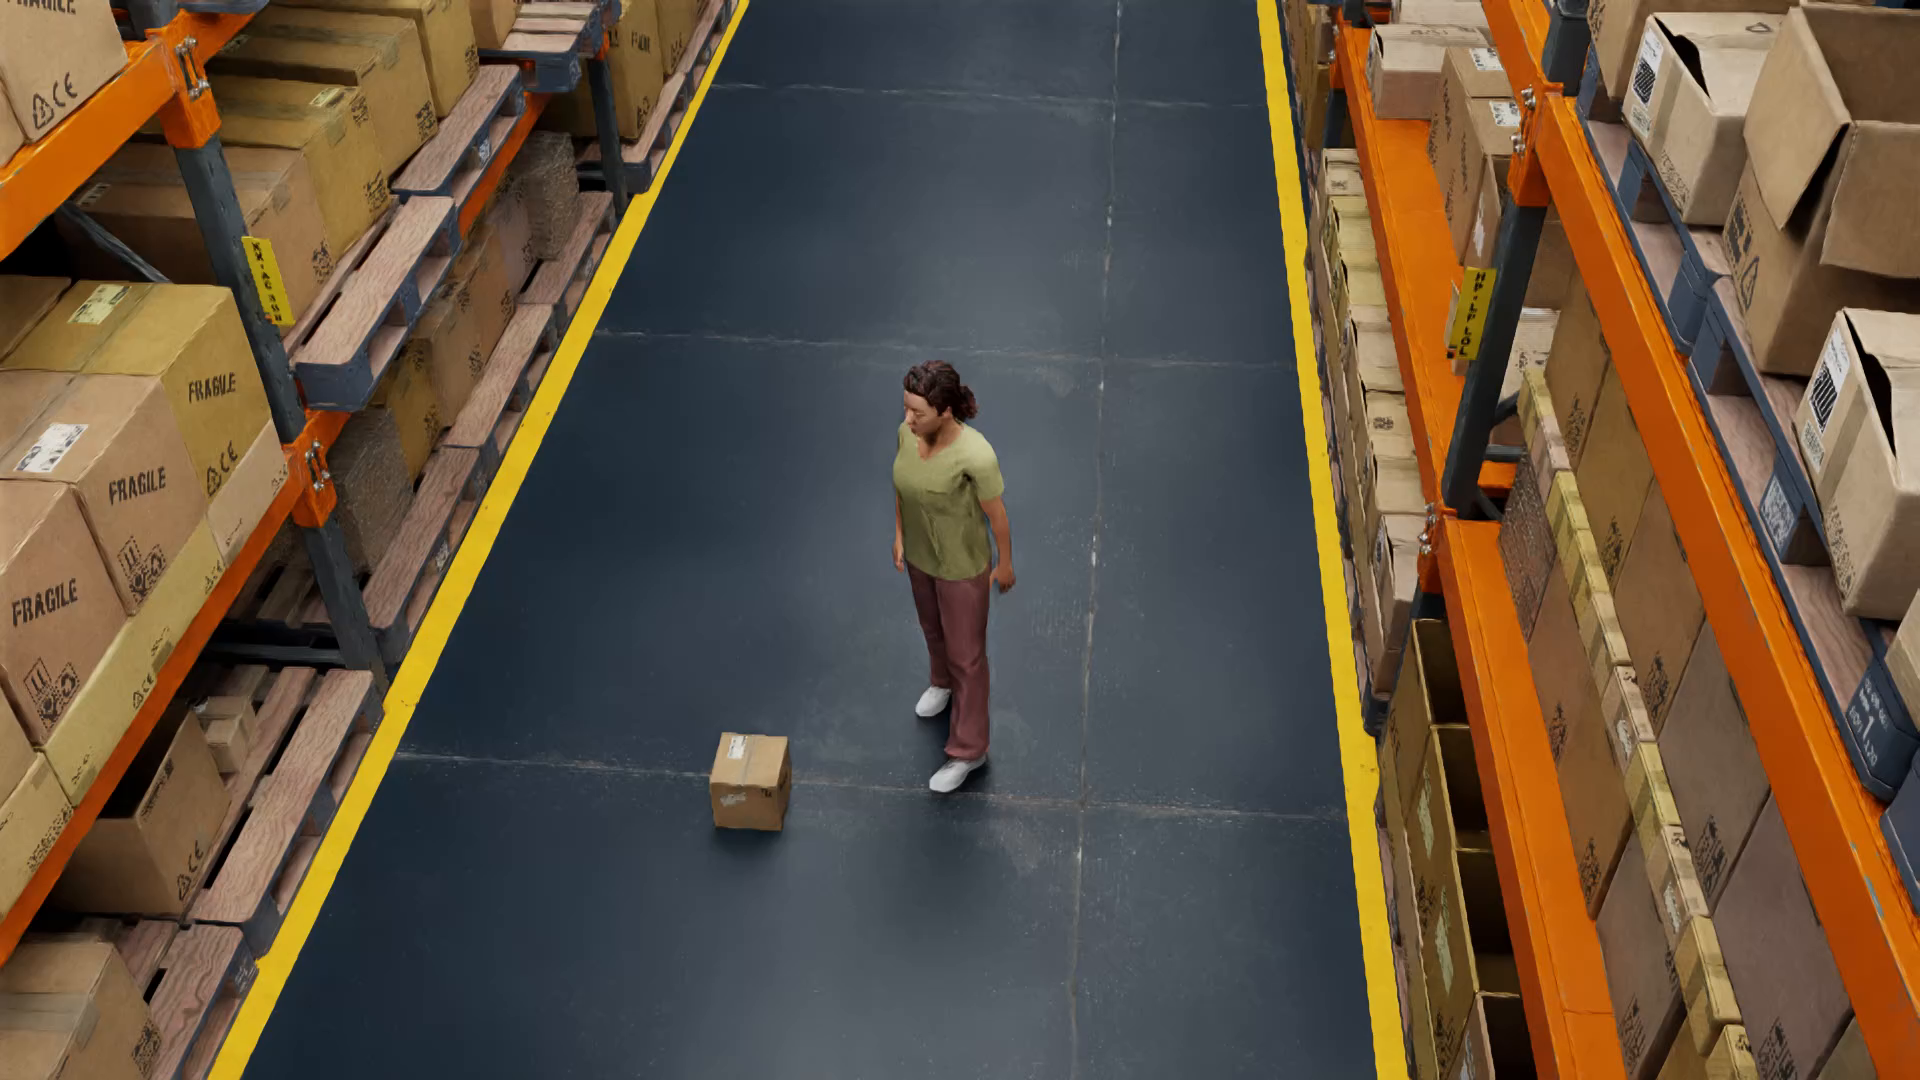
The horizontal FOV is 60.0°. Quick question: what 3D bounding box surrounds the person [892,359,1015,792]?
[{"bbox_3d":[-0.079,0.109,6.013,0.559,1.675,0.599,29,48,30],"label":"person"}]
